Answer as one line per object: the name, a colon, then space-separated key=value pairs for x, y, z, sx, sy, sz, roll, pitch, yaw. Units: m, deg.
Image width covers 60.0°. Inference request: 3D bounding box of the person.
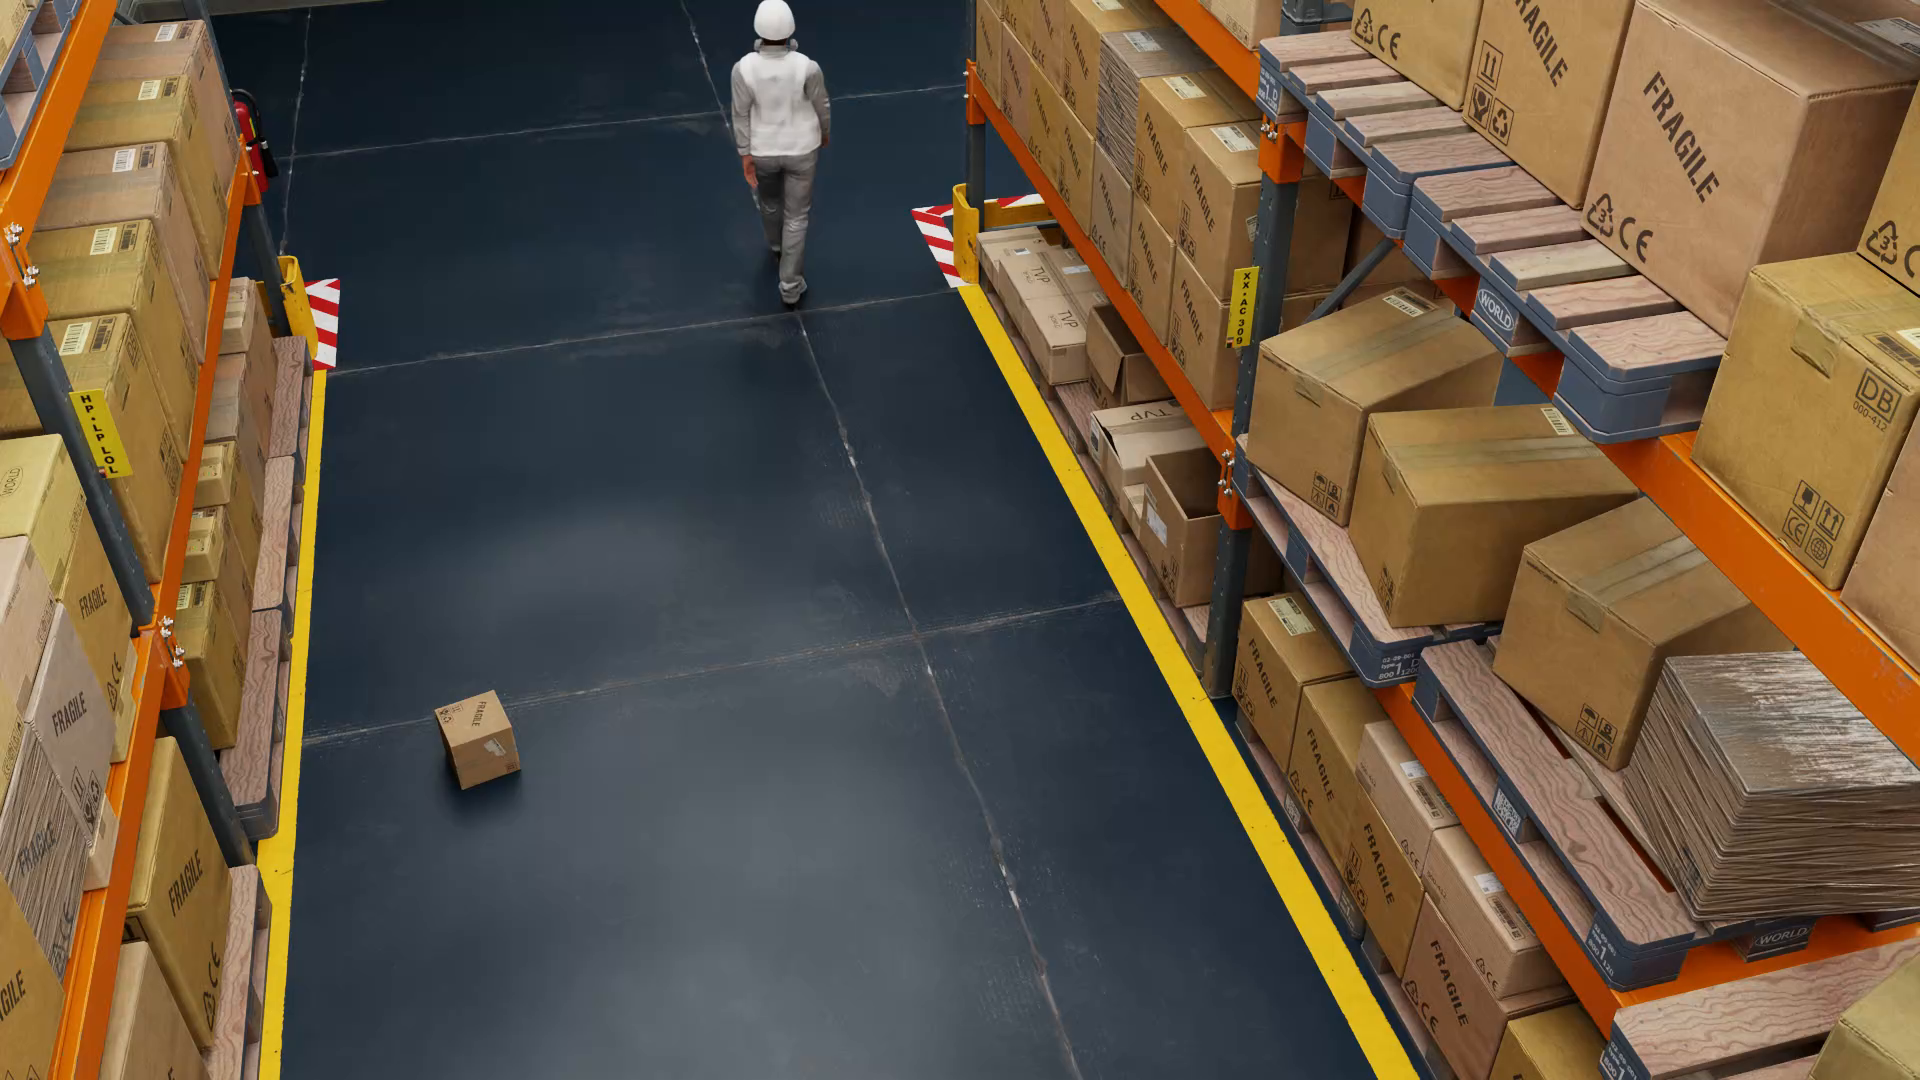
person: x=-1.005 y=-2.339 z=9.672 sx=0.542 sy=1.736 sz=0.936 roll=2 pitch=38 yaw=3
